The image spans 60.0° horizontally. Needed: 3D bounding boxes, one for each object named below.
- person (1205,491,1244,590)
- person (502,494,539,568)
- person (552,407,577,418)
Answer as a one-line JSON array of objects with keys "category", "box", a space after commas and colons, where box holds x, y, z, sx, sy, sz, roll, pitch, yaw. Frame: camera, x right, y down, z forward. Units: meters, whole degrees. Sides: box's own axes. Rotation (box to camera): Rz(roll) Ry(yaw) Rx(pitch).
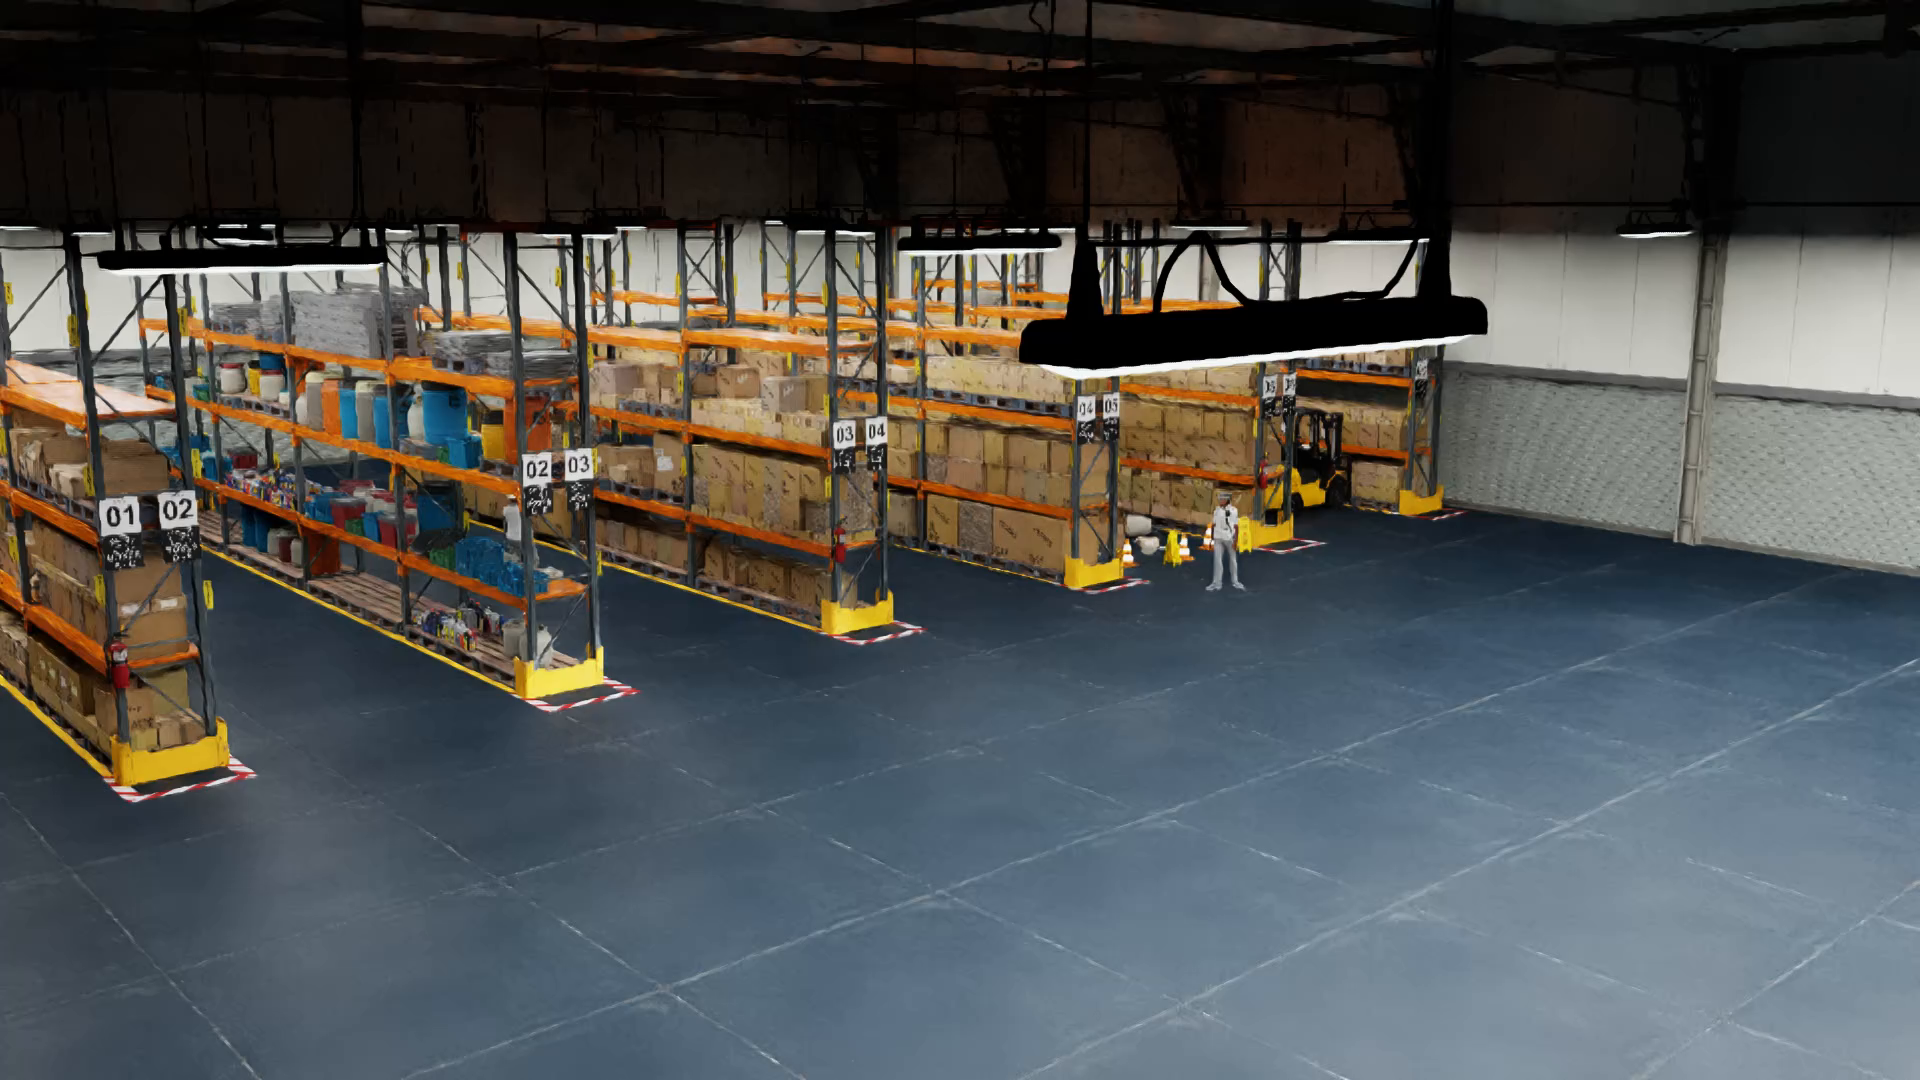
[{"category": "person", "box": [4.435, 0.001, 27.680, 0.592, 1.666, 0.533, 7, 13, 31]}, {"category": "person", "box": [-7.267, -0.001, 27.398, 0.569, 1.769, 0.444, 4, 12, 21]}, {"category": "person", "box": [-10.326, -3.209, 43.423, 0.630, 1.730, 1.046, -4, 12, -20]}]
